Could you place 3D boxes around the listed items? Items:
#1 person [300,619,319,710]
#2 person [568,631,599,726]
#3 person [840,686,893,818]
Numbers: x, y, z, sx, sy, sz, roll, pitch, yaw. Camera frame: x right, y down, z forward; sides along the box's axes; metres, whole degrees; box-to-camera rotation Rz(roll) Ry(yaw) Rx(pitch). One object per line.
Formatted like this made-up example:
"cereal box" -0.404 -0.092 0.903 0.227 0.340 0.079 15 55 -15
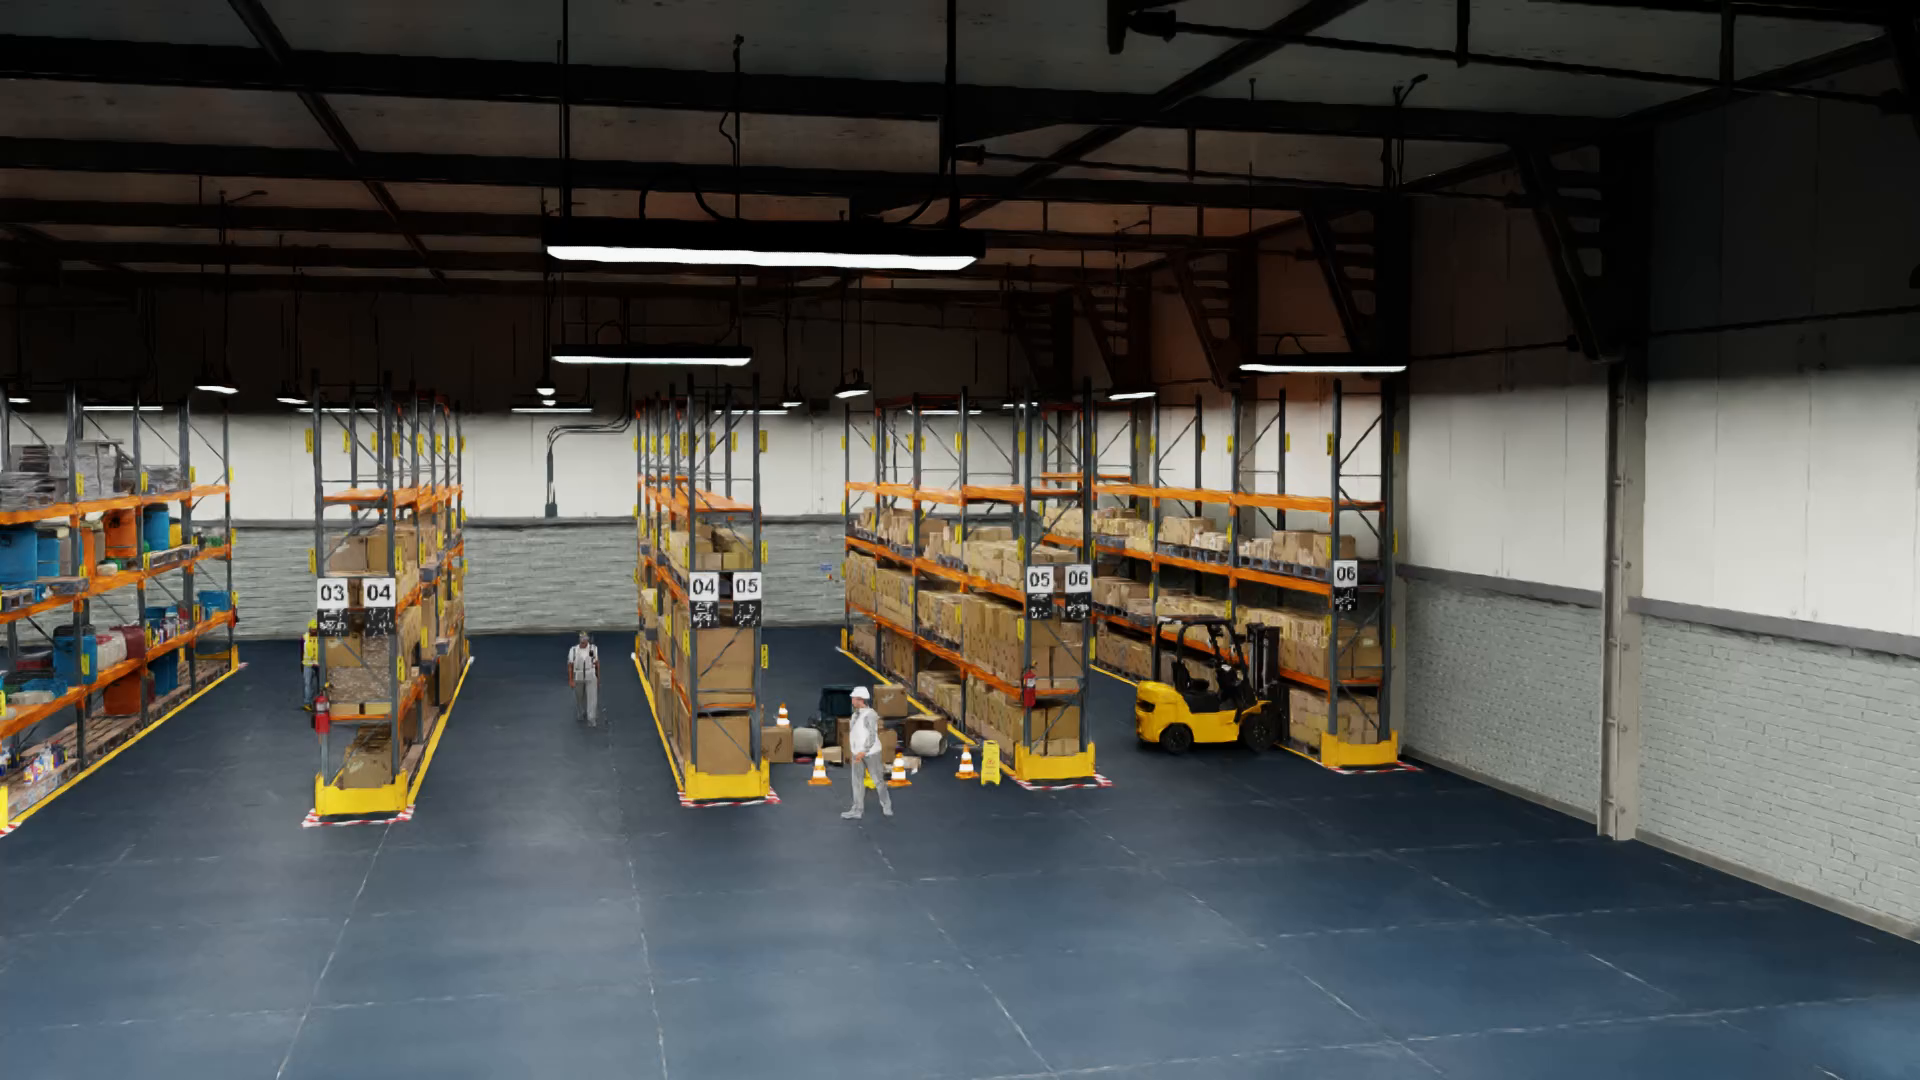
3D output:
"person" -12.185 2.332 31.438 0.575 1.689 1.128 -1 3 -16
"person" -6.704 2.437 29.618 0.542 1.675 1.126 -1 3 -11
"person" -1.246 2.837 22.298 0.700 1.769 0.555 -3 4 -41
